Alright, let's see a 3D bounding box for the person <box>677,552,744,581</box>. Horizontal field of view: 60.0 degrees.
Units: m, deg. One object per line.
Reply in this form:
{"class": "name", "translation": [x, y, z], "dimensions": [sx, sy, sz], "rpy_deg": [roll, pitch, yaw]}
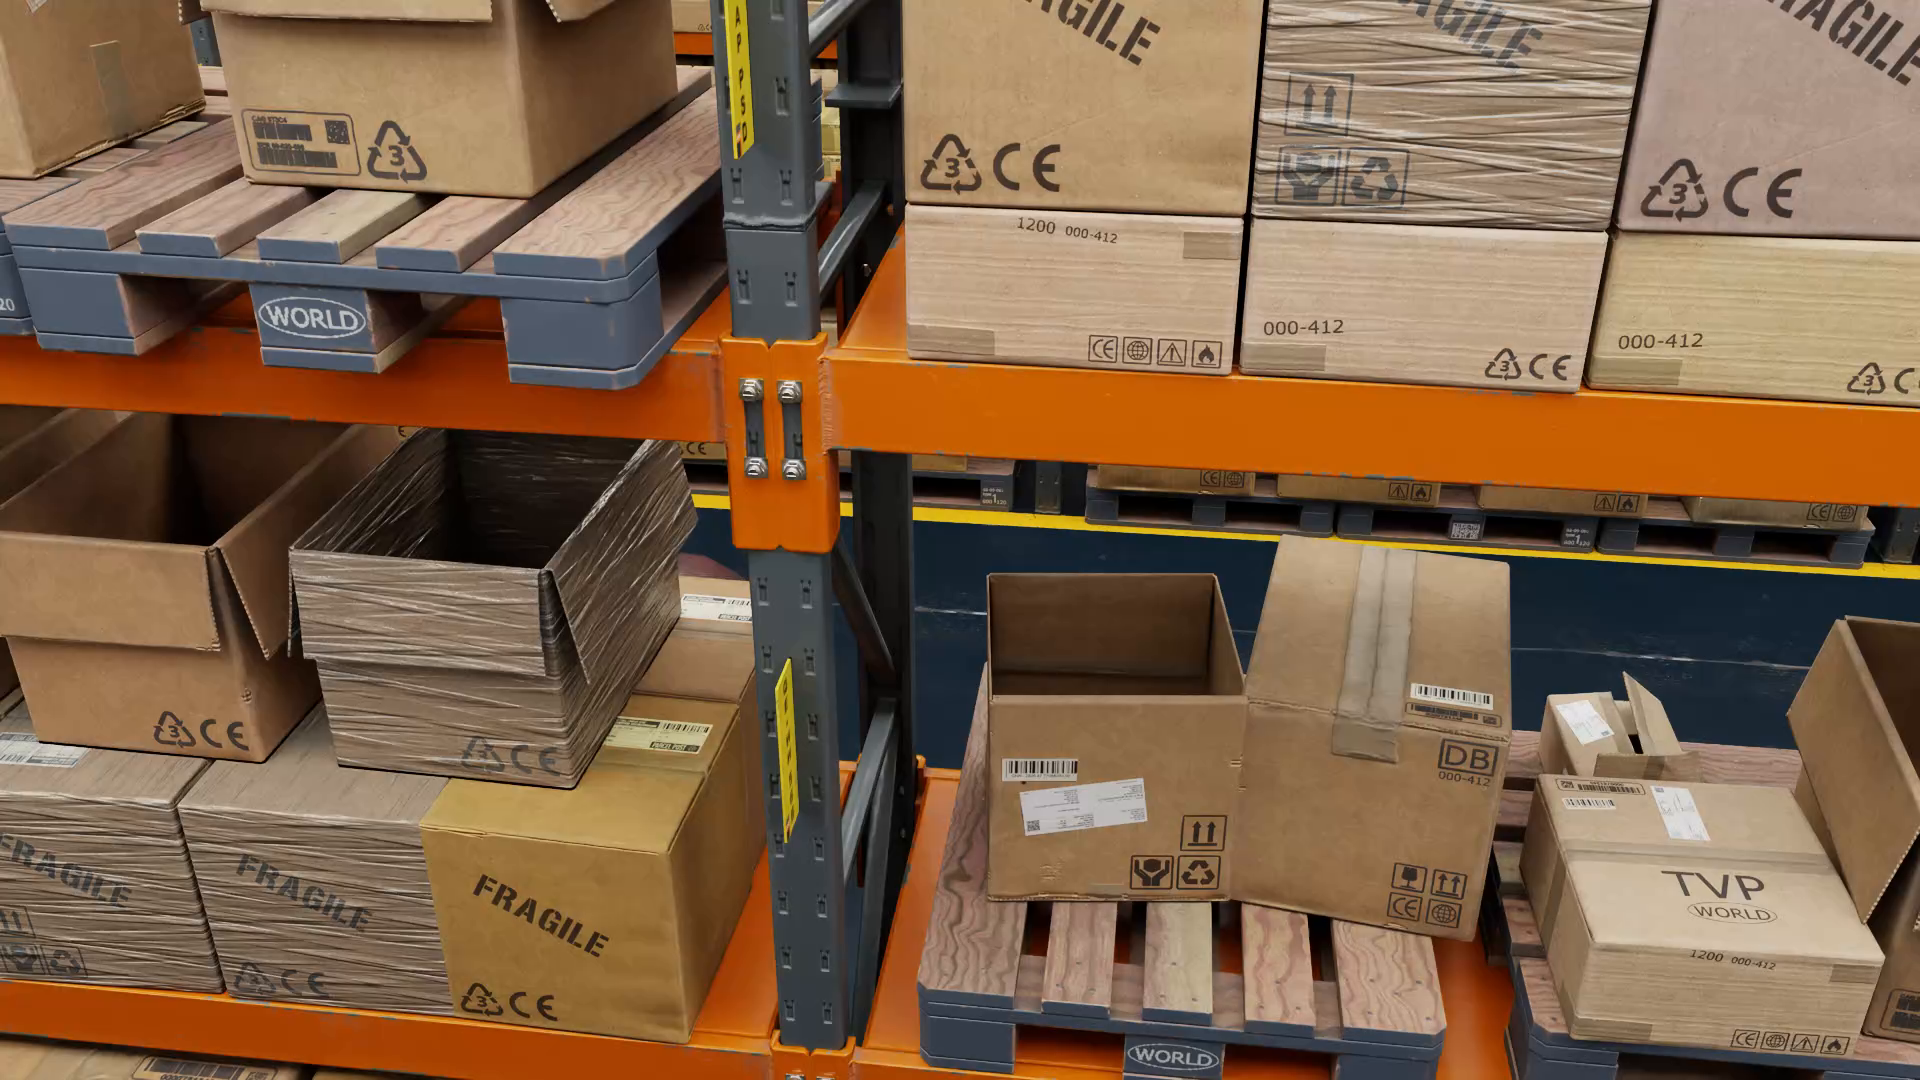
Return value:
{"class": "person", "translation": [-1.124, 0.581, 5.710], "dimensions": [0.945, 1.154, 0.565], "rpy_deg": [2, 28, 5]}
